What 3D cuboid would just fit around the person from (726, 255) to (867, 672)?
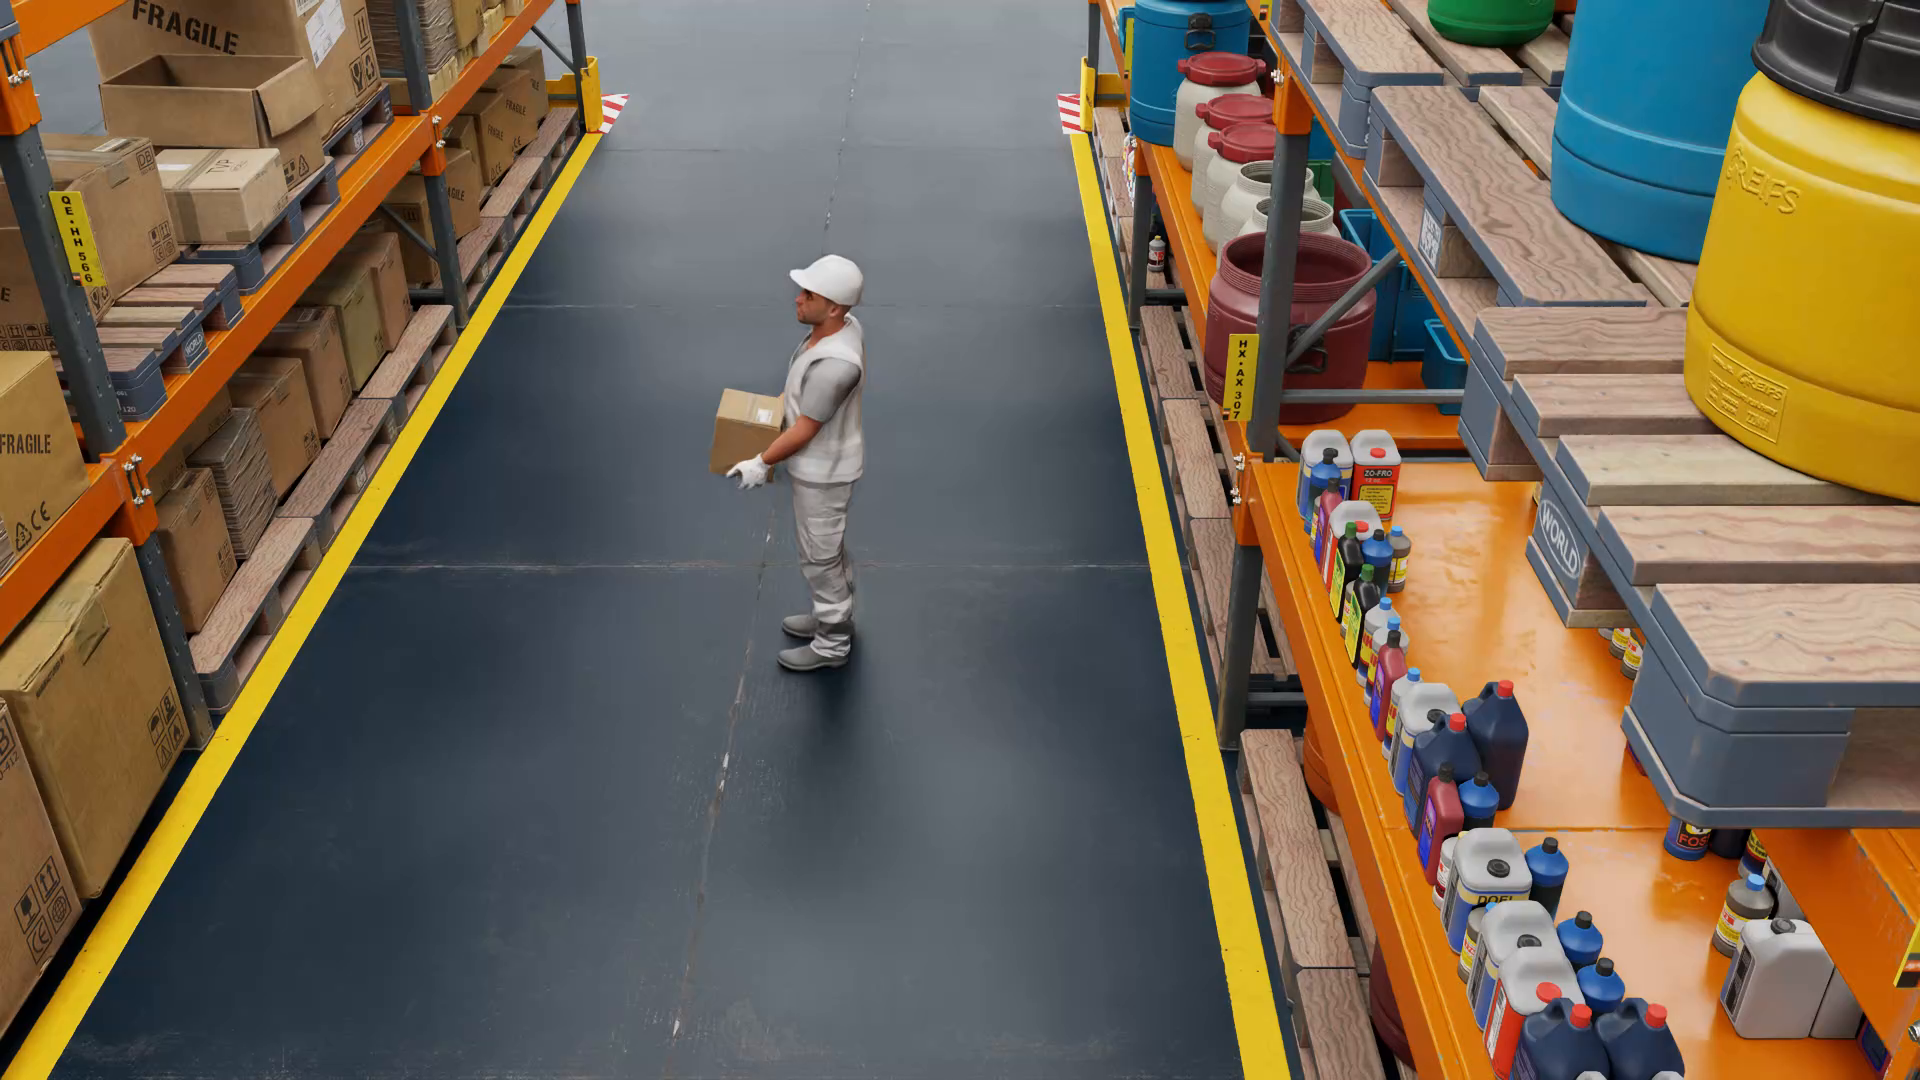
[{"bbox_3d":[-0.634,-0.274,6.560,0.554,1.792,0.510,-2,31,-4],"label":"person"}]
